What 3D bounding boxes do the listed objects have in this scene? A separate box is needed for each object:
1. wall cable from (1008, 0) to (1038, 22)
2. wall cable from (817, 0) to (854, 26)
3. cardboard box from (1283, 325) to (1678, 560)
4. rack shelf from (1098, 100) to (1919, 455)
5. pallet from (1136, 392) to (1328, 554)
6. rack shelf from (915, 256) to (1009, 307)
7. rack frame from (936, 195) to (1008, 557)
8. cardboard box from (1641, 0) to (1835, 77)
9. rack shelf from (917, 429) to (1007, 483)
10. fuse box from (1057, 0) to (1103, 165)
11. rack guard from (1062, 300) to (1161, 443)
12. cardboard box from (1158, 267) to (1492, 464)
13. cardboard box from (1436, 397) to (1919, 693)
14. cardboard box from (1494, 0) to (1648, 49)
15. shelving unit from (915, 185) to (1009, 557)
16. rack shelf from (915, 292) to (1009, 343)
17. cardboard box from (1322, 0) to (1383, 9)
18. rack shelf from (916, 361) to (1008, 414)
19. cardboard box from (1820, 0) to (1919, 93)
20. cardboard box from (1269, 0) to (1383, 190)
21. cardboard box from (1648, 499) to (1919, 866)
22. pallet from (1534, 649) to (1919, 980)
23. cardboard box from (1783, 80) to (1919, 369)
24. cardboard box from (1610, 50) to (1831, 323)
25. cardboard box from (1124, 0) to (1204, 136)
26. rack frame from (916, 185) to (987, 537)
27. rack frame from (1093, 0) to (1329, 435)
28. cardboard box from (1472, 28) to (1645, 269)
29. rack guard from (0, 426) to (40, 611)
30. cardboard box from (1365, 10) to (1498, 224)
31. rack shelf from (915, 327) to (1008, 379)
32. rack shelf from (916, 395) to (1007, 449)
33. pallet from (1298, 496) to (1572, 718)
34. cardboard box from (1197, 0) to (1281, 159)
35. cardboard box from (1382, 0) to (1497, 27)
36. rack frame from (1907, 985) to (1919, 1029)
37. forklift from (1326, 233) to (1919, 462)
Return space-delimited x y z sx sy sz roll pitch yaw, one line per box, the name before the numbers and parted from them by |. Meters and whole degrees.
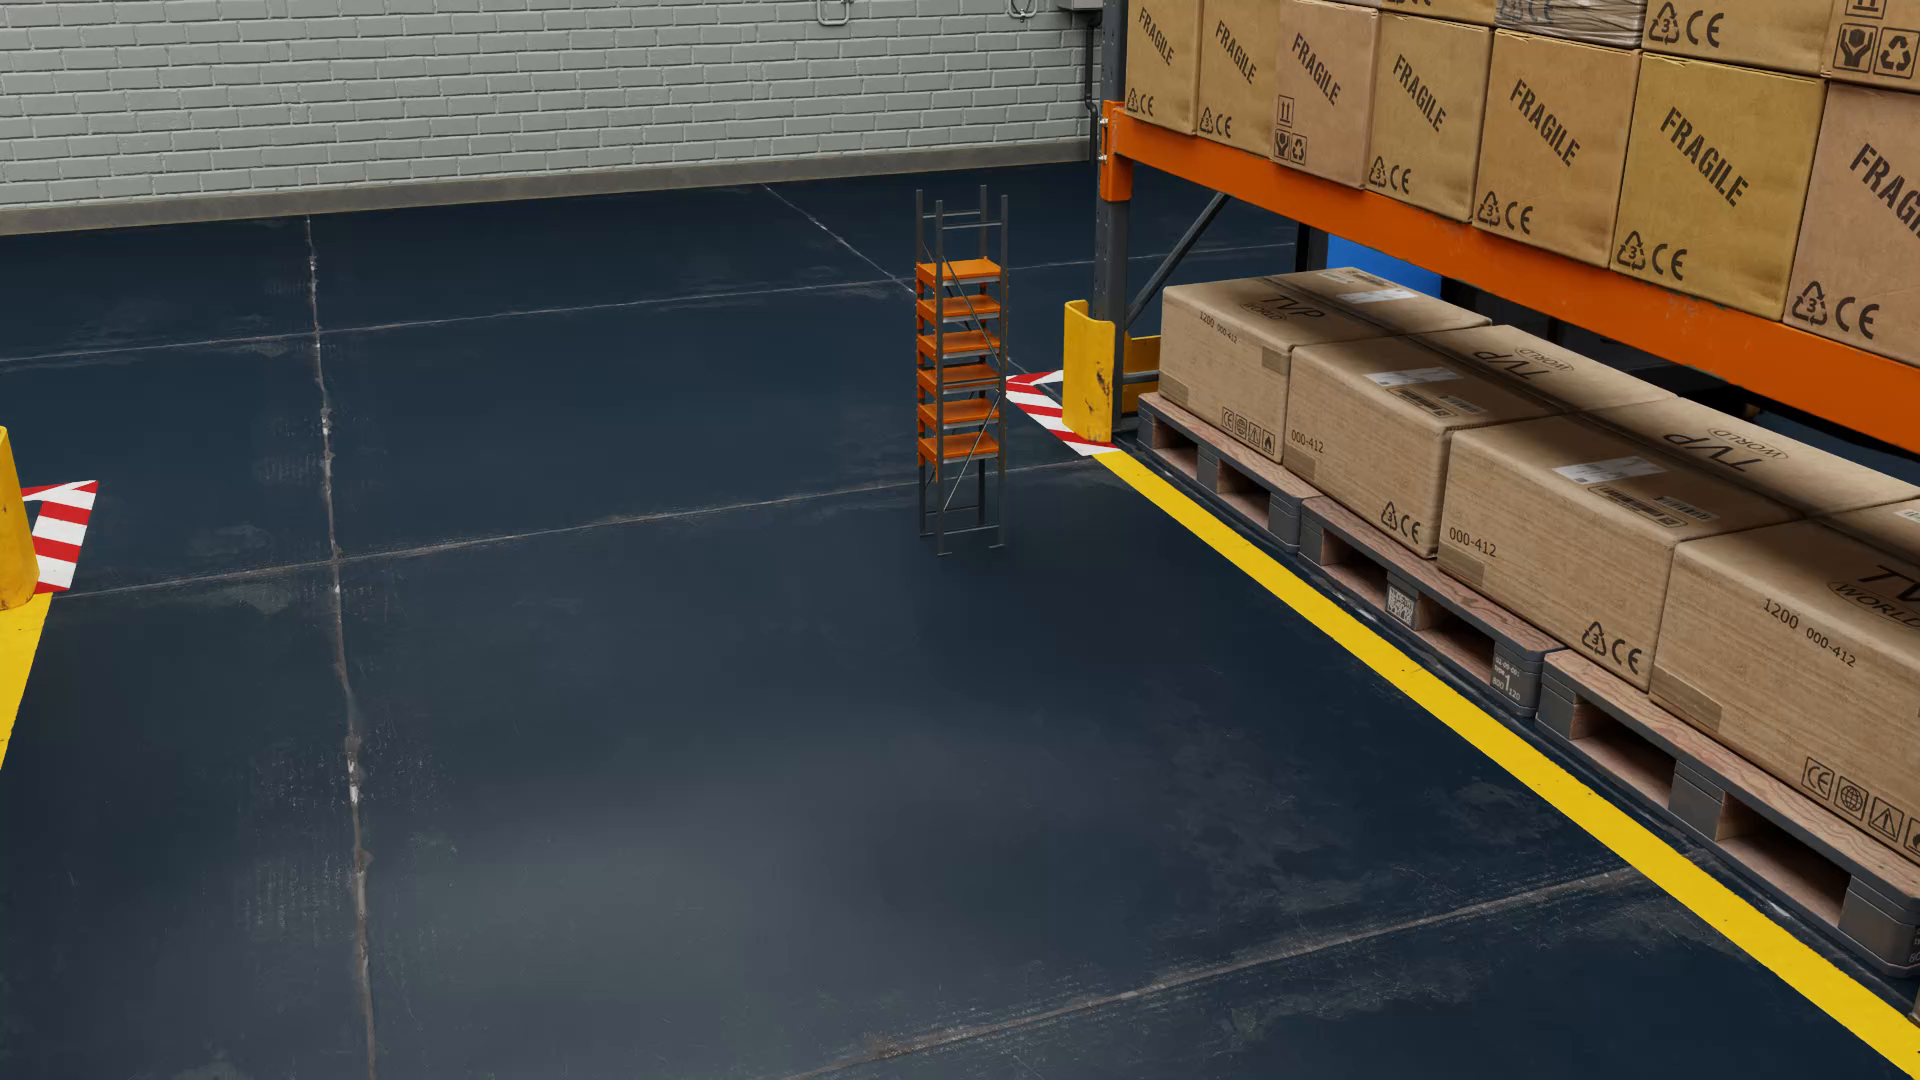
wall cable | 0.330 -4.609 11.516 0.588 1.984 0.122 -8 24 -19
wall cable | -0.993 -4.425 11.038 0.585 1.953 0.123 -8 24 -19
cardboard box | 1.679 -0.352 5.481 0.875 0.438 0.875 -8 24 -18
rack shelf | 1.728 -0.838 4.803 1.077 0.370 4.000 -8 24 -19
pallet | 1.377 -0.332 6.266 1.003 0.211 1.213 -8 24 -19
rack shelf | 0.005 -0.838 5.382 0.258 0.103 0.180 -8 24 -19
rack frame | 0.037 -0.514 5.426 0.240 1.200 0.006 -8 24 -19
cardboard box | 1.838 -1.269 3.483 0.500 0.500 0.500 -9 24 -20
rack shelf | 0.005 -0.286 5.615 0.258 0.103 0.180 -8 24 -19
fuse box | 1.024 -3.584 12.050 0.539 1.711 0.414 -8 24 -19
rack guard | 1.013 -0.753 6.894 1.175 0.500 0.348 -8 24 -19
cardboard box | 1.348 -0.683 6.267 0.875 0.438 0.875 -9 25 -21
cardboard box | 1.996 -0.024 4.703 0.875 0.438 0.875 -9 25 -21
cardboard box | 1.649 -1.453 3.919 0.500 0.500 0.500 -8 24 -18
shelving unit | 0.005 -0.548 5.504 0.258 1.200 0.189 -8 24 -19
rack shelf | 0.005 -0.728 5.429 0.258 0.103 0.180 -8 24 -19
cardboard box | 1.302 -1.817 4.783 0.500 0.500 0.500 -9 24 -19
rack shelf | 0.005 -0.507 5.522 0.258 0.103 0.180 -8 24 -19
cardboard box | 2.009 -1.084 3.043 0.500 0.500 0.500 -9 24 -19
cardboard box | 1.290 -1.362 4.990 0.500 0.500 0.500 -8 24 -19
cardboard box | 2.313 0.301 3.932 0.875 0.438 0.875 -9 24 -20
pallet | 2.239 0.555 4.162 1.003 0.211 1.213 -8 24 -19
cardboard box | 2.031 -0.623 3.237 0.500 0.500 0.500 -8 24 -19
cardboard box | 1.844 -0.809 3.678 0.500 0.500 0.500 -9 24 -20
cardboard box | 0.922 -1.729 5.861 0.500 0.500 0.500 -9 24 -19
rack frame | -0.027 -0.581 5.583 0.240 1.200 0.006 -8 24 -19
rack frame | 1.021 -1.897 6.388 1.000 3.000 0.127 -8 24 -19
cardboard box | 1.653 -0.990 4.107 0.500 0.500 0.500 -9 24 -20
rack guard | -3.547 -0.001 5.109 1.175 0.500 0.348 -8 24 -19
cardboard box | 1.482 -1.182 4.563 0.500 0.500 0.500 -8 24 -17
rack shelf | 0.005 -0.617 5.475 0.258 0.103 0.180 -8 24 -19
rack shelf | 0.005 -0.396 5.568 0.258 0.103 0.180 -8 24 -19
pallet | 1.804 0.111 5.216 1.003 0.211 1.213 -8 24 -19
cardboard box | 1.127 -1.549 5.434 0.500 0.500 0.500 -9 24 -20
cardboard box | 1.480 -1.636 4.354 0.500 0.500 0.500 -8 24 -19
rack frame | 2.434 -0.443 2.939 1.000 3.000 0.127 -8 24 -19
forklift | 2.681 -1.888 6.456 1.130 2.935 3.031 -8 24 -19
